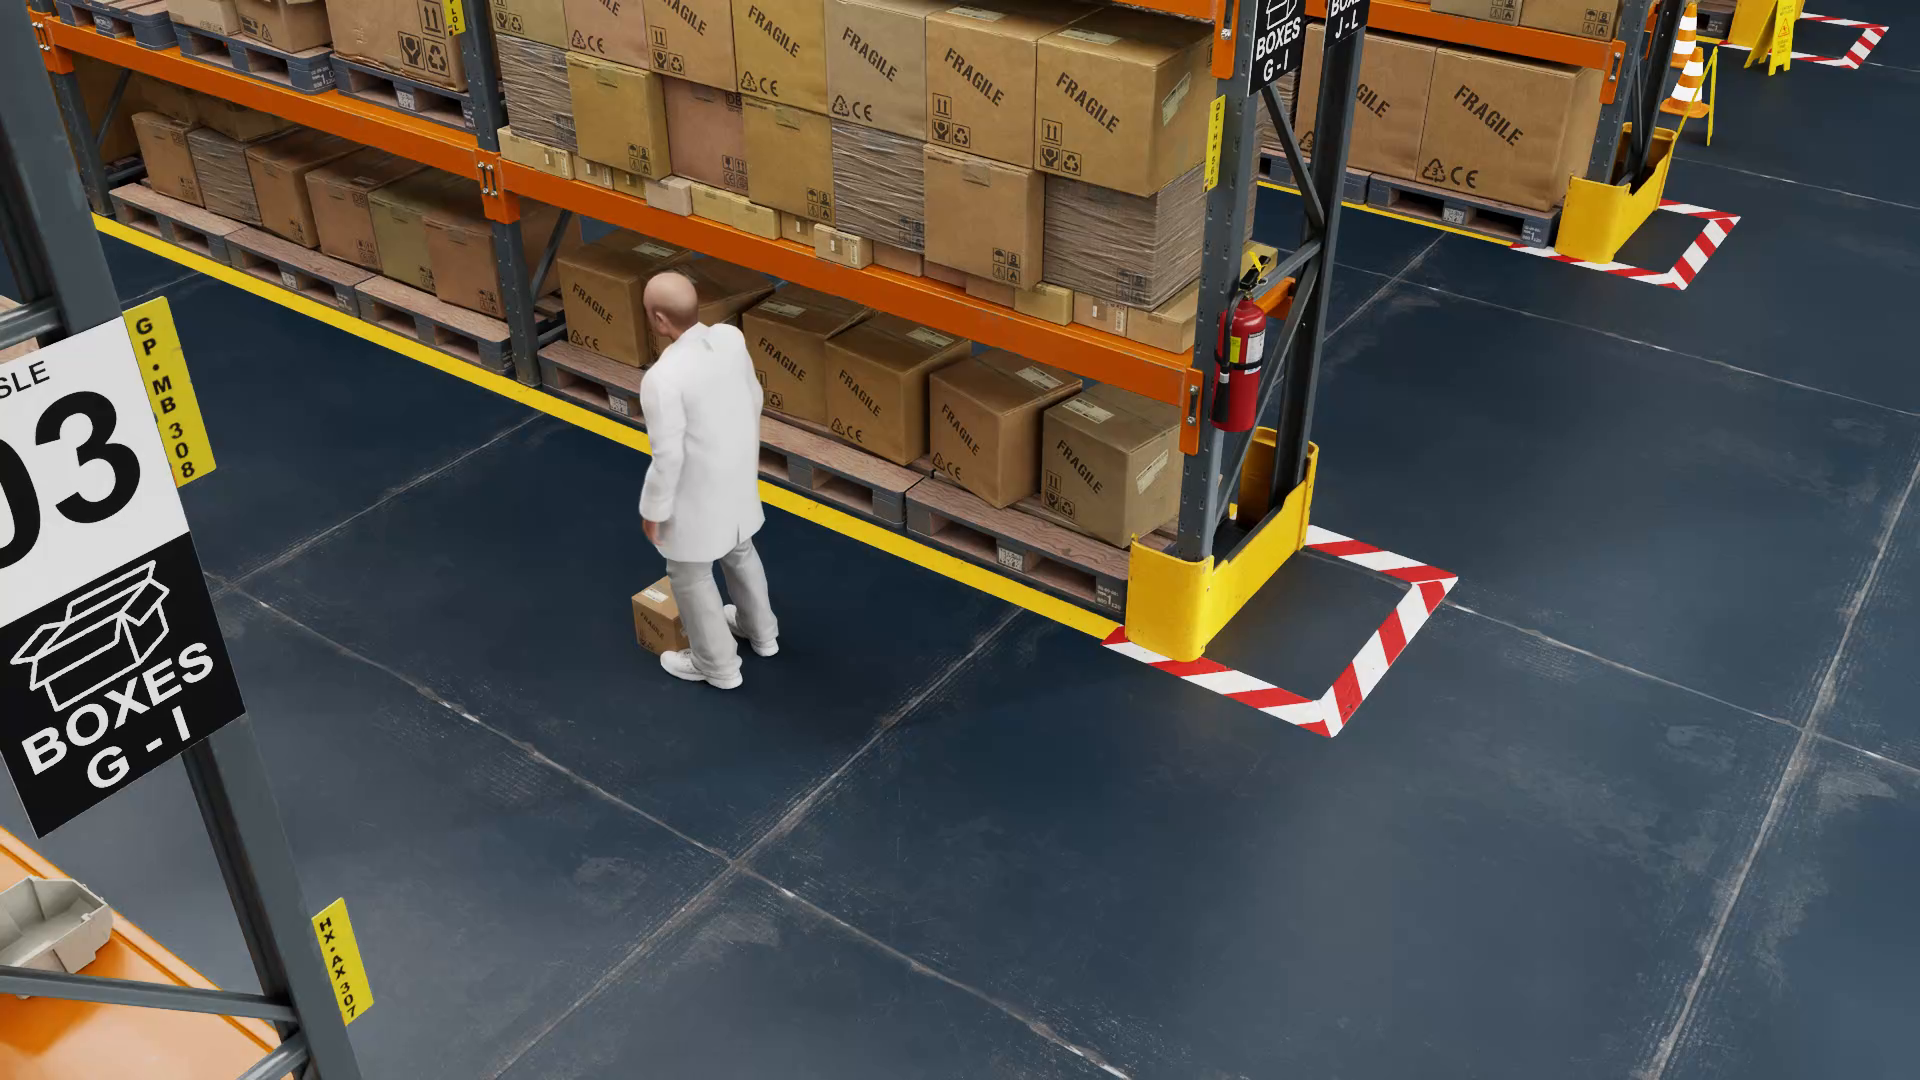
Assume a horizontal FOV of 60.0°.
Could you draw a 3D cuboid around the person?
[{"bbox_3d":[-0.999,-0.216,6.475,0.419,1.775,0.655,19,39,26],"label":"person"}]
